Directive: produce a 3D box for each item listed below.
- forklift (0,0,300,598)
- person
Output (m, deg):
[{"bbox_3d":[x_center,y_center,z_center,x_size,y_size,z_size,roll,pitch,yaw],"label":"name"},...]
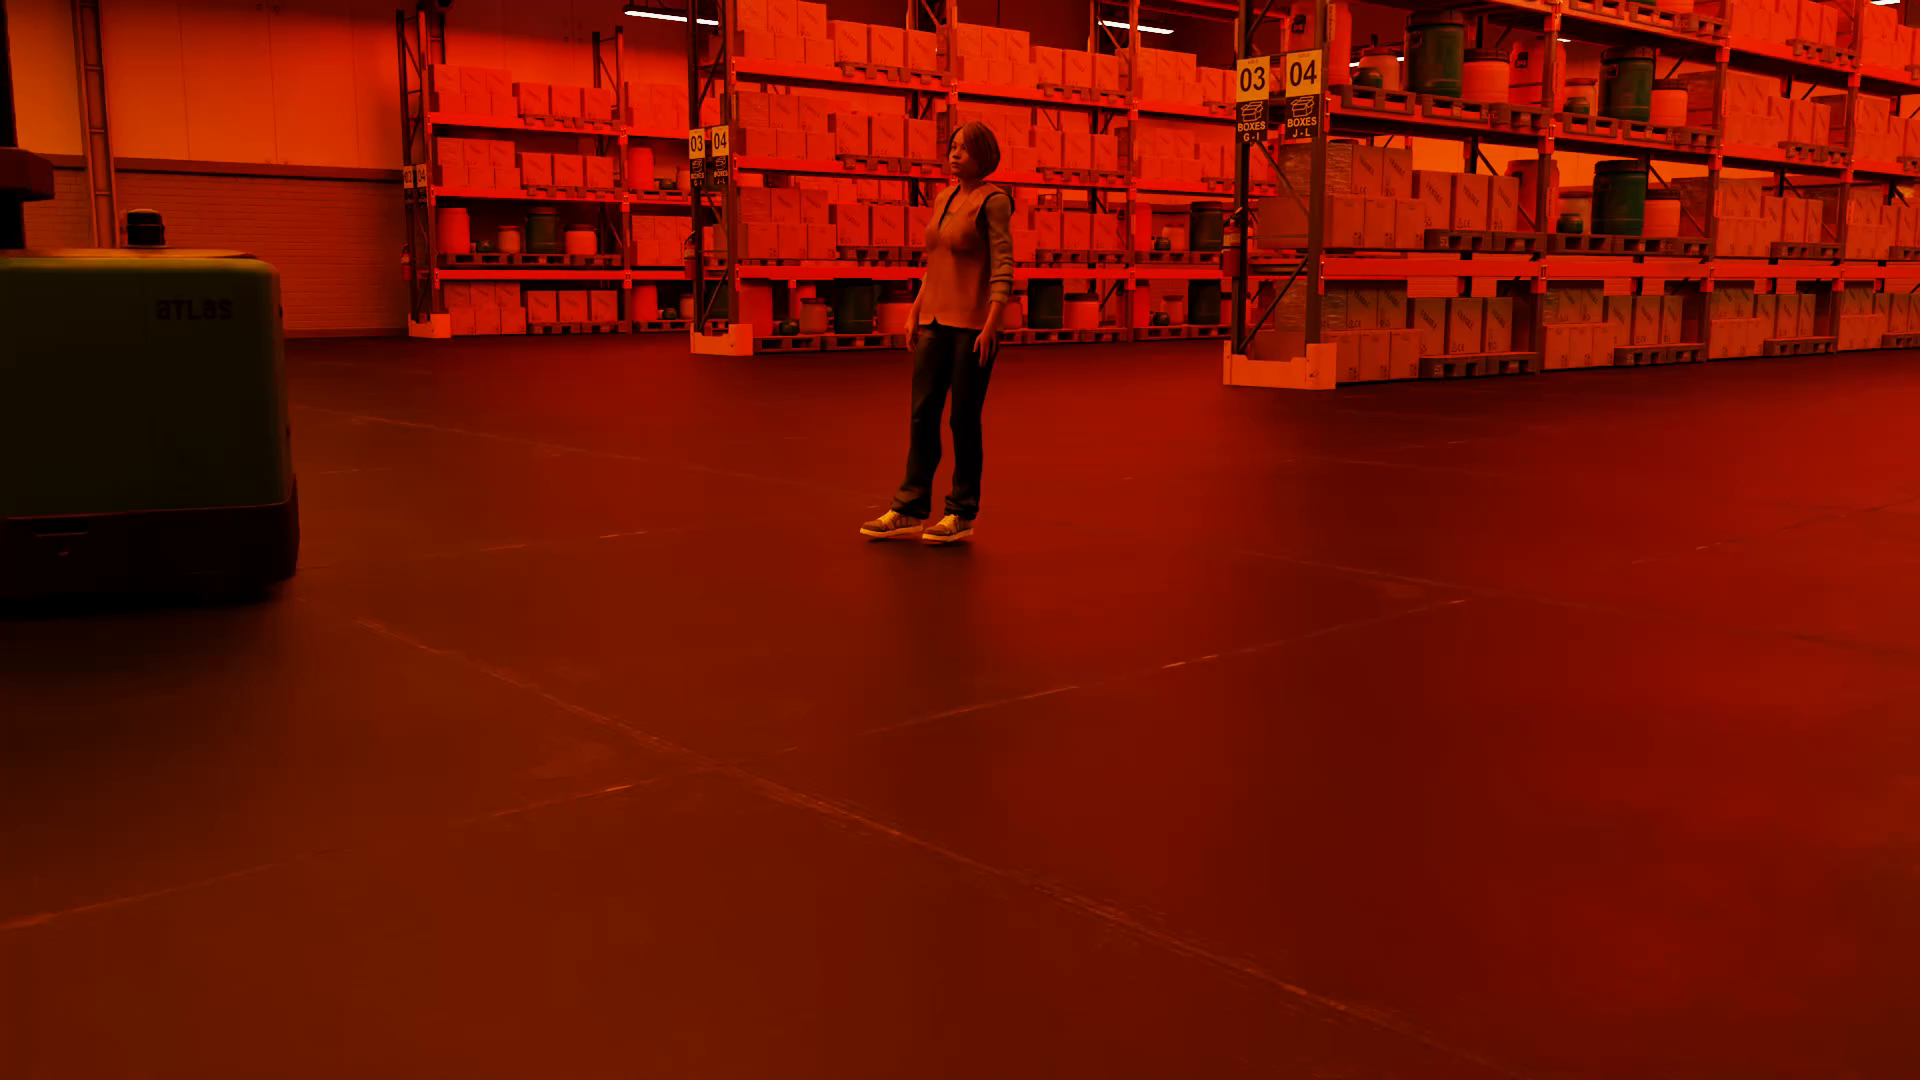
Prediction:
[{"bbox_3d":[-3.710,-1.246,5.009,3.031,2.935,1.130,-3,9,-20],"label":"forklift"},{"bbox_3d":[0.016,-1.136,6.384,0.257,0.918,0.501,-8,12,-40],"label":"person"}]
